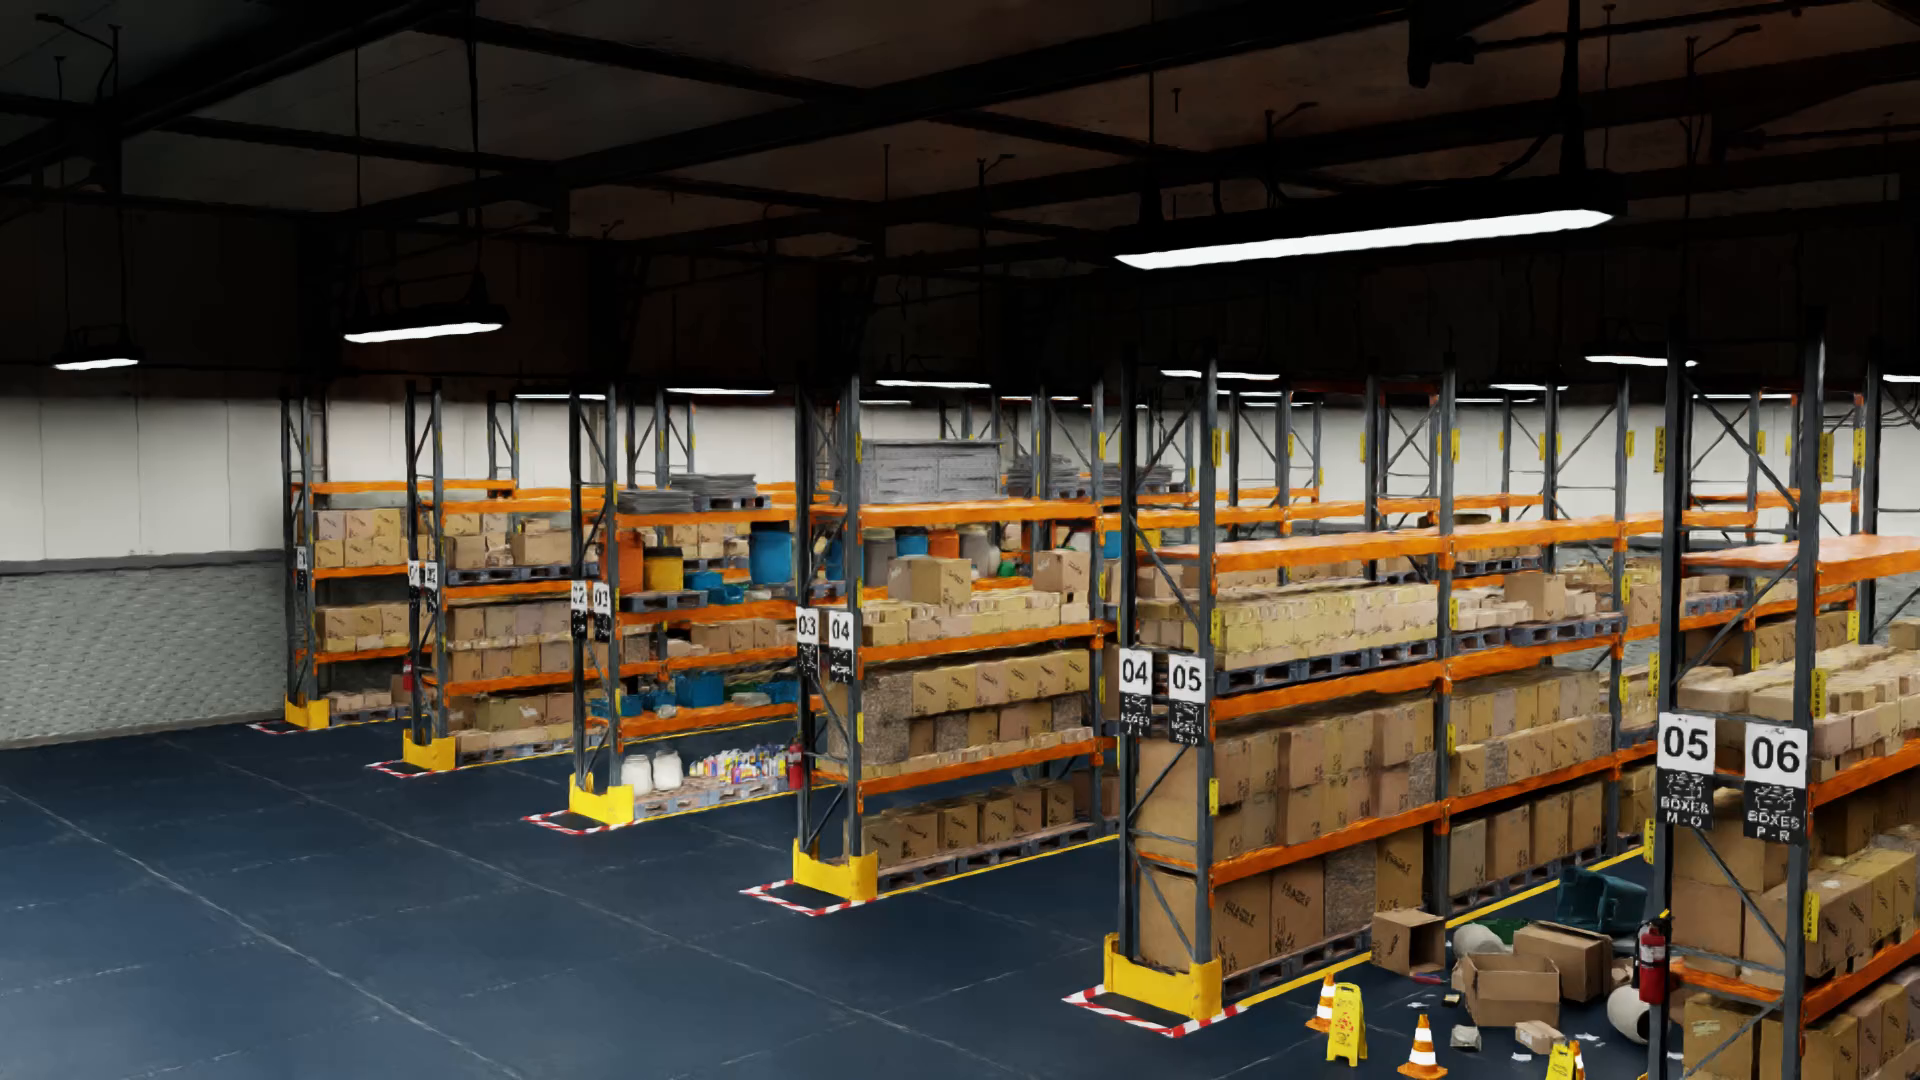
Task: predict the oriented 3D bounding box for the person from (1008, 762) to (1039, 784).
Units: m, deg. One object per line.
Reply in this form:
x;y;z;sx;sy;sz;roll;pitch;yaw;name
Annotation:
0.912;2.792;23.805;0.682;1.715;0.536;4;5;44;person
